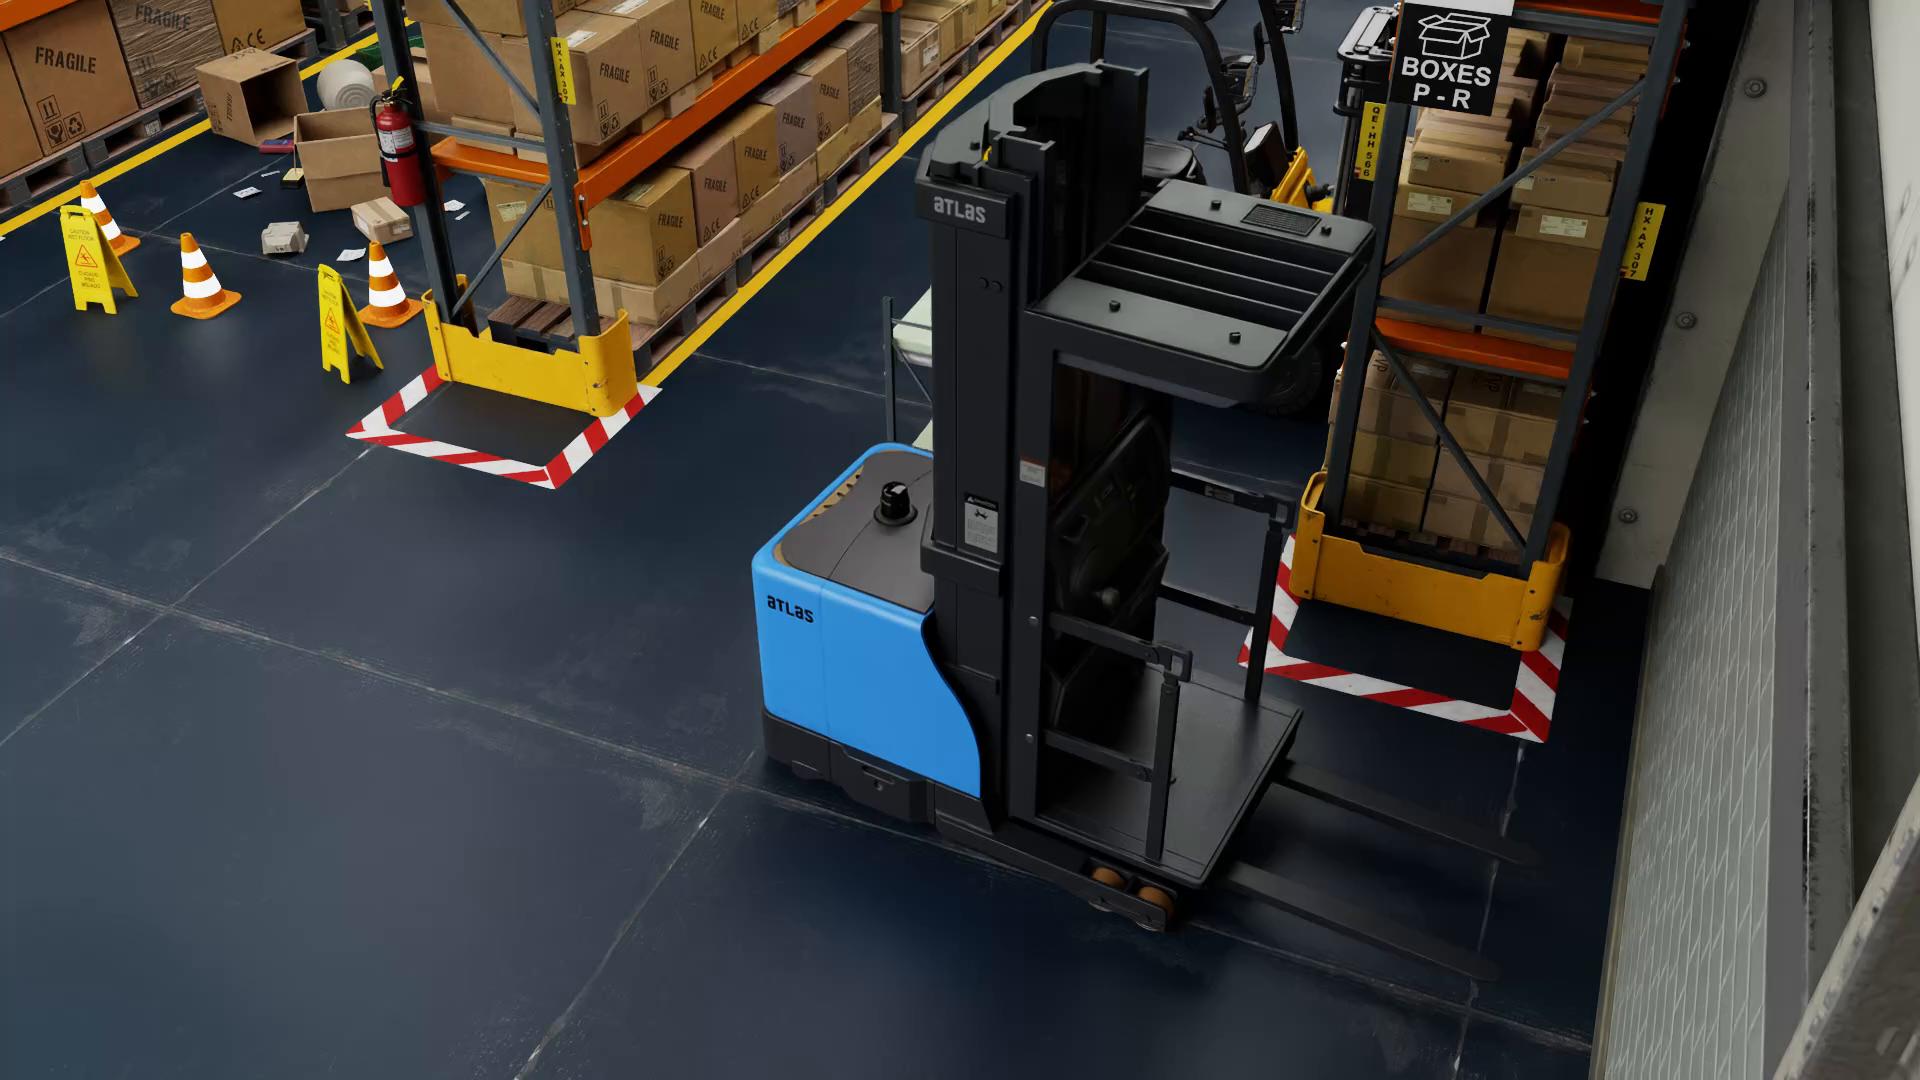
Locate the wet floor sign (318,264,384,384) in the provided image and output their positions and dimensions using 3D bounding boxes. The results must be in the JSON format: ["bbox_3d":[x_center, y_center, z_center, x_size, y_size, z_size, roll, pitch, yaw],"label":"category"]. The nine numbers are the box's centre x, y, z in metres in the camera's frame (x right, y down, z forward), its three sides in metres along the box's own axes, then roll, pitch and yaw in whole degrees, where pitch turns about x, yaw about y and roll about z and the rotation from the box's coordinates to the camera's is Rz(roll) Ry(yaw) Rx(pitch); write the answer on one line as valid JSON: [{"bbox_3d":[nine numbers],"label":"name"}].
[{"bbox_3d":[-3.490,-1.246,9.378,0.267,0.644,0.232,29,45,33],"label":"wet floor sign"}]

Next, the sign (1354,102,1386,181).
[{"bbox_3d":[1.667,-1.612,6.736,0.100,0.325,0.005,14,39,18],"label":"sign"}]

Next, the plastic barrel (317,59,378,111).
[{"bbox_3d":[-4.535,-3.328,12.348,0.421,0.421,0.512,-17,40,-22],"label":"plastic barrel"}]

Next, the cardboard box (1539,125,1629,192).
[{"bbox_3d":[2.648,-1.611,7.027,0.380,0.149,0.250,15,39,19],"label":"cardboard box"}]

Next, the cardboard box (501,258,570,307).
[{"bbox_3d":[-2.360,-1.640,9.884,0.500,0.250,0.500,14,39,18],"label":"cardboard box"}]

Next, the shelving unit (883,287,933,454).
[{"bbox_3d":[-0.003,-0.597,7.796,0.431,1.500,0.755,14,39,18],"label":"shelving unit"}]

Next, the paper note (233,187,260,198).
[{"bbox_3d":[-4.893,-2.391,11.425,0.144,0.017,0.142,29,45,33],"label":"paper note"}]

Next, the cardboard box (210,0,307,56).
[{"bbox_3d":[-5.826,-4.322,12.951,0.875,0.875,0.875,14,39,18],"label":"cardboard box"}]

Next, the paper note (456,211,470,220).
[{"bbox_3d":[-3.335,-2.177,11.154,0.032,0.001,0.123,14,39,18],"label":"paper note"}]

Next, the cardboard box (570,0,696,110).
[{"bbox_3d":[-1.797,-2.697,9.020,0.500,0.500,0.500,15,39,19],"label":"cardboard box"}]

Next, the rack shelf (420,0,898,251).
[{"bbox_3d":[-1.667,-2.870,10.185,1.077,0.370,4.000,14,39,18],"label":"rack shelf"}]

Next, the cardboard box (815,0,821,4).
[{"bbox_3d":[-1.114,-3.516,10.659,0.380,0.149,0.250,13,39,17],"label":"cardboard box"}]

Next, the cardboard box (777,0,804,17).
[{"bbox_3d":[-1.228,-3.547,10.158,0.500,0.500,0.500,15,39,19],"label":"cardboard box"}]

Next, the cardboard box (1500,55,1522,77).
[{"bbox_3d":[2.405,-2.172,7.777,0.380,0.149,0.250,15,39,19],"label":"cardboard box"}]

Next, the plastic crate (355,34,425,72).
[{"bbox_3d":[-4.377,-3.839,13.181,0.662,0.188,0.450,-25,33,-29],"label":"plastic crate"}]

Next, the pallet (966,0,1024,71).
[{"bbox_3d":[-0.148,-4.258,13.770,1.003,0.211,1.213,14,39,18],"label":"pallet"}]

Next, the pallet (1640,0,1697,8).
[{"bbox_3d":[2.457,-2.474,6.622,1.003,0.211,1.213,14,39,18],"label":"pallet"}]

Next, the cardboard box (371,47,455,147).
[{"bbox_3d":[-3.753,-3.174,11.963,0.797,0.637,0.503,14,39,18],"label":"cardboard box"}]

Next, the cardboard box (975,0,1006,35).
[{"bbox_3d":[-0.175,-4.456,13.550,0.950,0.372,0.625,15,39,19],"label":"cardboard box"}]

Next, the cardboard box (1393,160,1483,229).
[{"bbox_3d":[2.037,-1.478,7.096,0.380,0.149,0.250,14,39,18],"label":"cardboard box"}]

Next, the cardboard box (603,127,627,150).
[{"bbox_3d":[-2.025,-2.234,8.943,0.380,0.149,0.250,14,39,18],"label":"cardboard box"}]

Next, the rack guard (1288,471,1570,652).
[{"bbox_3d":[2.155,0.092,7.709,1.175,0.500,0.348,14,39,18],"label":"rack guard"}]

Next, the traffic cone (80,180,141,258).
[{"bbox_3d":[-5.529,-2.077,10.642,0.336,0.463,0.334,14,39,18],"label":"traffic cone"}]

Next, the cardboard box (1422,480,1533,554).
[{"bbox_3d":[2.531,-0.216,7.980,0.500,0.250,0.500,14,39,18],"label":"cardboard box"}]

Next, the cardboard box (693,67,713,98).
[{"bbox_3d":[-1.642,-2.643,9.491,0.380,0.149,0.250,15,39,19],"label":"cardboard box"}]

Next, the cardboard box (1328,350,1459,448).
[{"bbox_3d":[2.051,-0.715,7.812,0.500,0.250,0.500,15,39,19],"label":"cardboard box"}]

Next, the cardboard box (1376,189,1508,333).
[{"bbox_3d":[2.108,-1.294,7.393,0.500,0.500,0.500,13,39,17],"label":"cardboard box"}]

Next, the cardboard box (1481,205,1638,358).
[{"bbox_3d":[2.609,-1.173,7.231,0.500,0.500,0.500,15,39,19],"label":"cardboard box"}]

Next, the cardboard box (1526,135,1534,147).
[{"bbox_3d":[2.670,-1.641,7.314,0.380,0.149,0.250,13,39,17],"label":"cardboard box"}]

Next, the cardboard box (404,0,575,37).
[{"bbox_3d":[-2.436,-2.943,8.515,0.700,0.500,0.500,13,39,17],"label":"cardboard box"}]

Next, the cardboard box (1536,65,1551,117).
[{"bbox_3d":[2.690,-2.144,8.530,0.500,0.500,0.500,14,39,18],"label":"cardboard box"}]

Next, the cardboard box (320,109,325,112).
[{"bbox_3d":[-4.473,-2.871,11.869,0.396,0.266,0.258,21,42,25],"label":"cardboard box"}]

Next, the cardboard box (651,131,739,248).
[{"bbox_3d":[-1.662,-2.105,9.881,0.500,0.500,0.500,12,39,16],"label":"cardboard box"}]

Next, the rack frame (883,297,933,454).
[{"bbox_3d":[-0.142,-0.394,7.525,0.400,1.500,0.023,14,39,18],"label":"rack frame"}]

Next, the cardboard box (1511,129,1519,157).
[{"bbox_3d":[2.366,-1.890,7.648,0.380,0.149,0.250,14,39,17],"label":"cardboard box"}]

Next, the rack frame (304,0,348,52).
[{"bbox_3d":[-5.522,-5.337,12.885,1.000,3.000,0.127,14,39,18],"label":"rack frame"}]

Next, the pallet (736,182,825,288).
[{"bbox_3d":[-1.592,-2.091,10.871,1.003,0.211,1.213,14,39,18],"label":"pallet"}]

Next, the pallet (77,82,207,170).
[{"bbox_3d":[-6.347,-3.139,12.273,1.003,0.211,1.213,14,39,18],"label":"pallet"}]

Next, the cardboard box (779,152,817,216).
[{"bbox_3d":[-1.274,-2.366,10.856,0.500,0.250,0.500,14,39,18],"label":"cardboard box"}]

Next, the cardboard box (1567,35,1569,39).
[{"bbox_3d":[3.201,-2.475,8.183,0.380,0.149,0.250,15,39,19],"label":"cardboard box"}]

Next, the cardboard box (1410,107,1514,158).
[{"bbox_3d":[2.170,-1.731,7.187,0.380,0.149,0.250,14,39,18],"label":"cardboard box"}]

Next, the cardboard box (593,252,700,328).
[{"bbox_3d":[-1.865,-1.501,9.699,0.500,0.250,0.500,14,39,17],"label":"cardboard box"}]

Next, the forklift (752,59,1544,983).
[{"bbox_3d":[0.721,-0.066,5.890,3.031,2.935,1.130,18,41,23],"label":"forklift"}]

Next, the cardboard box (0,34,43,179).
[{"bbox_3d":[-6.847,-2.830,10.955,0.875,0.875,0.875,14,39,18],"label":"cardboard box"}]

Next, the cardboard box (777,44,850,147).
[{"bbox_3d":[-1.075,-2.962,11.027,0.500,0.500,0.500,15,39,19],"label":"cardboard box"}]

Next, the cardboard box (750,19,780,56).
[{"bbox_3d":[-1.319,-3.069,10.060,0.380,0.149,0.250,14,39,18],"label":"cardboard box"}]

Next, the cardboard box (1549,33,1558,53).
[{"bbox_3d":[2.795,-2.573,8.314,0.380,0.149,0.250,14,39,18],"label":"cardboard box"}]

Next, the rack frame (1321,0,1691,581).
[{"bbox_3d":[2.164,-0.922,6.978,1.000,3.000,0.127,14,39,18],"label":"rack frame"}]

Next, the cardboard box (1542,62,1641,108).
[{"bbox_3d":[2.892,-2.050,7.614,0.380,0.149,0.250,15,39,19],"label":"cardboard box"}]
